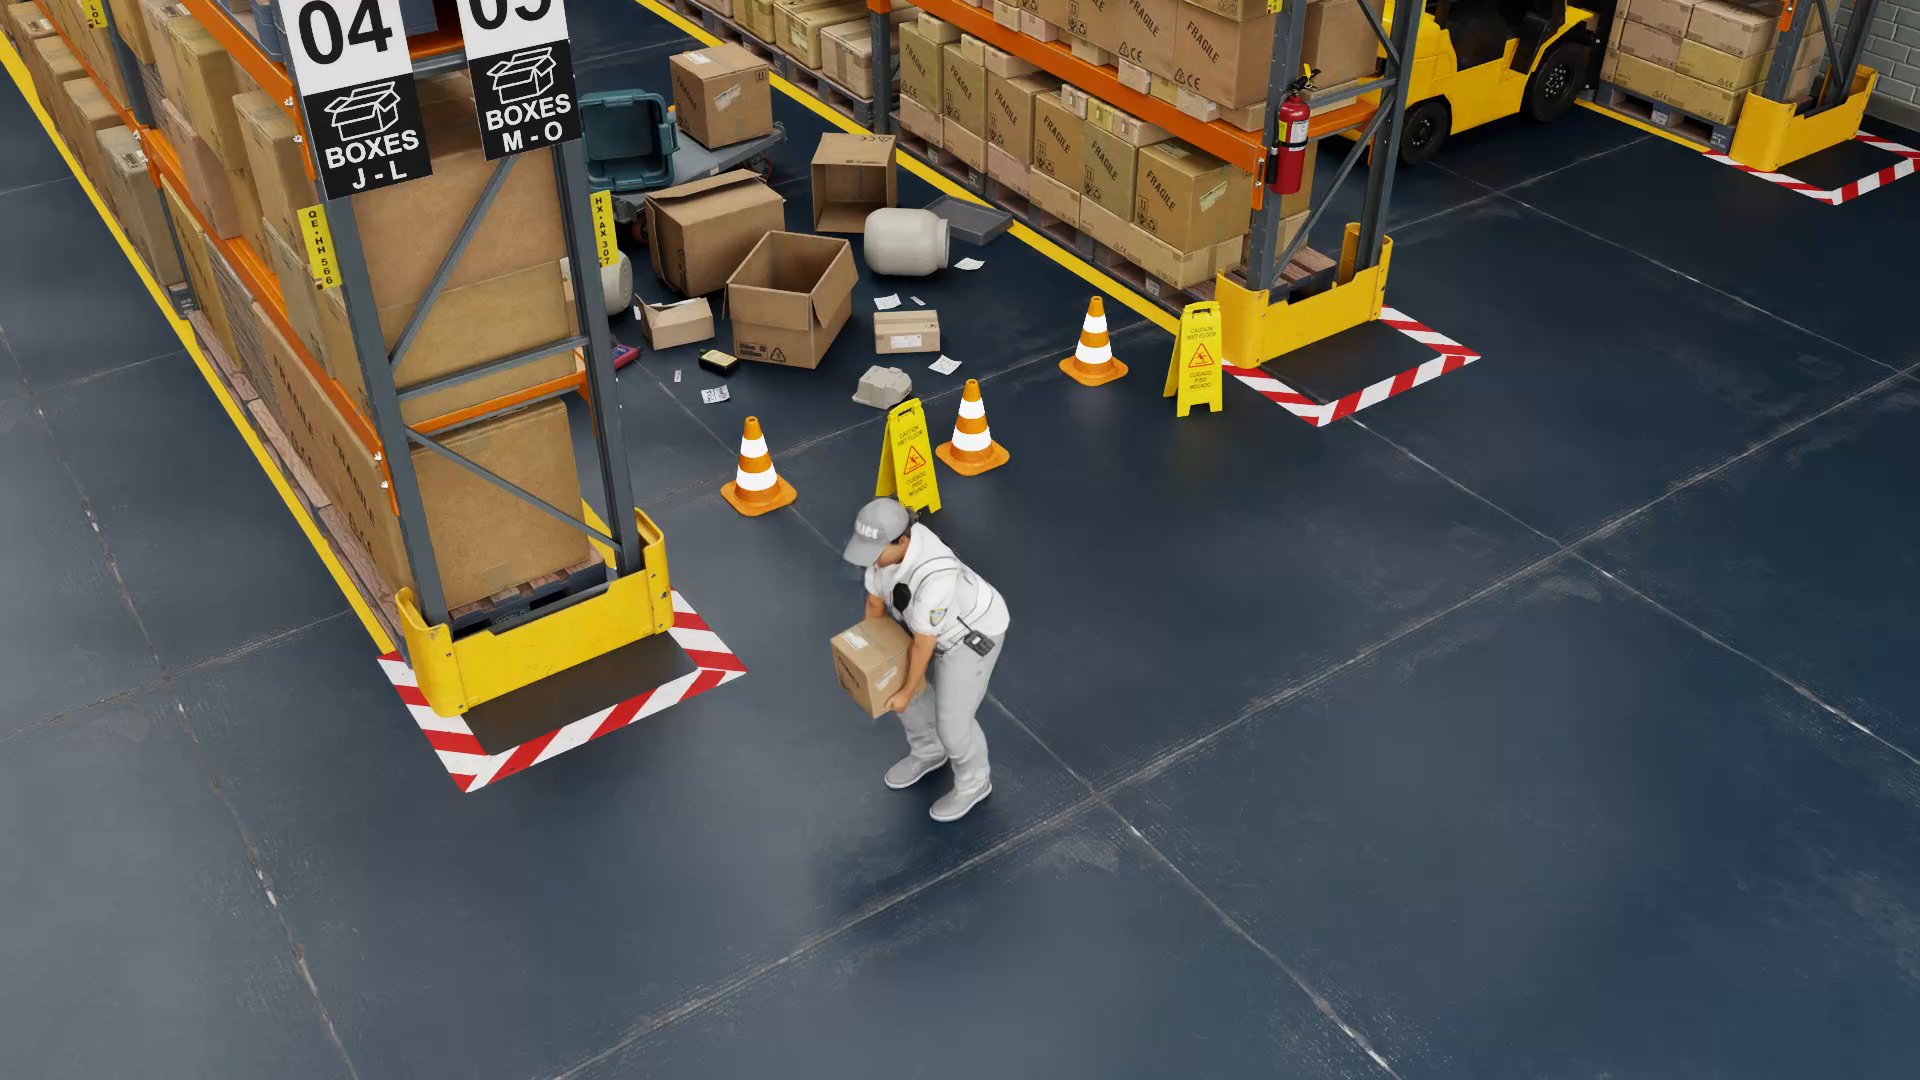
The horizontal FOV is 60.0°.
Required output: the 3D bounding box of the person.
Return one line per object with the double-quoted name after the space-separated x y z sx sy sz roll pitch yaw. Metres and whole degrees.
-0.146 0.435 6.499 0.681 1.572 0.452 -24 43 -28 "person"
